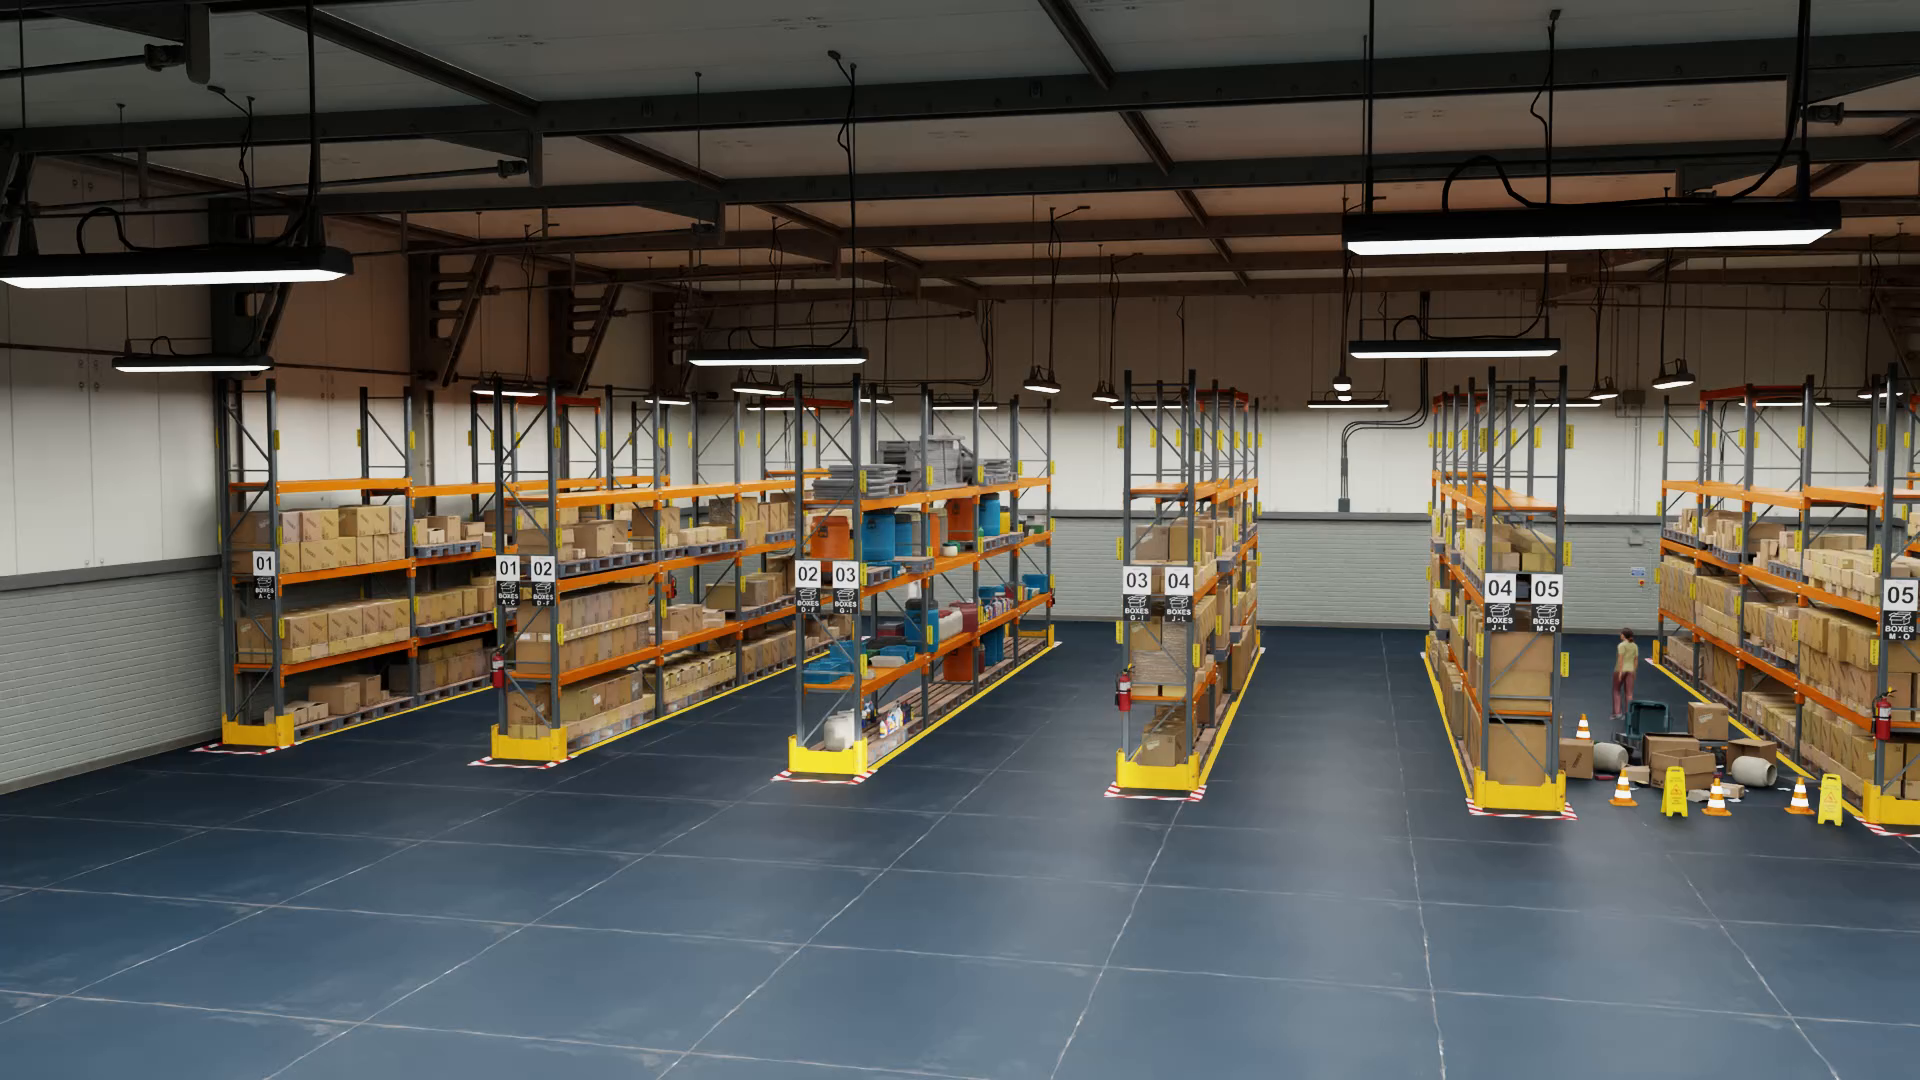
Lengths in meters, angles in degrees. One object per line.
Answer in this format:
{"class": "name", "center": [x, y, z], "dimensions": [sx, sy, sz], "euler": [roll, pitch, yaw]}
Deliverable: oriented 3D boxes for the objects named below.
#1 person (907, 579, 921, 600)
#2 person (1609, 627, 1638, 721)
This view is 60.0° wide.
{"class": "person", "center": [-1.144, 1.509, 43.317], "dimensions": [0.583, 1.762, 0.556], "euler": [-1, 4, -22]}
{"class": "person", "center": [11.868, 2.420, 29.613], "dimensions": [0.454, 1.714, 0.595], "euler": [0, 3, 6]}
